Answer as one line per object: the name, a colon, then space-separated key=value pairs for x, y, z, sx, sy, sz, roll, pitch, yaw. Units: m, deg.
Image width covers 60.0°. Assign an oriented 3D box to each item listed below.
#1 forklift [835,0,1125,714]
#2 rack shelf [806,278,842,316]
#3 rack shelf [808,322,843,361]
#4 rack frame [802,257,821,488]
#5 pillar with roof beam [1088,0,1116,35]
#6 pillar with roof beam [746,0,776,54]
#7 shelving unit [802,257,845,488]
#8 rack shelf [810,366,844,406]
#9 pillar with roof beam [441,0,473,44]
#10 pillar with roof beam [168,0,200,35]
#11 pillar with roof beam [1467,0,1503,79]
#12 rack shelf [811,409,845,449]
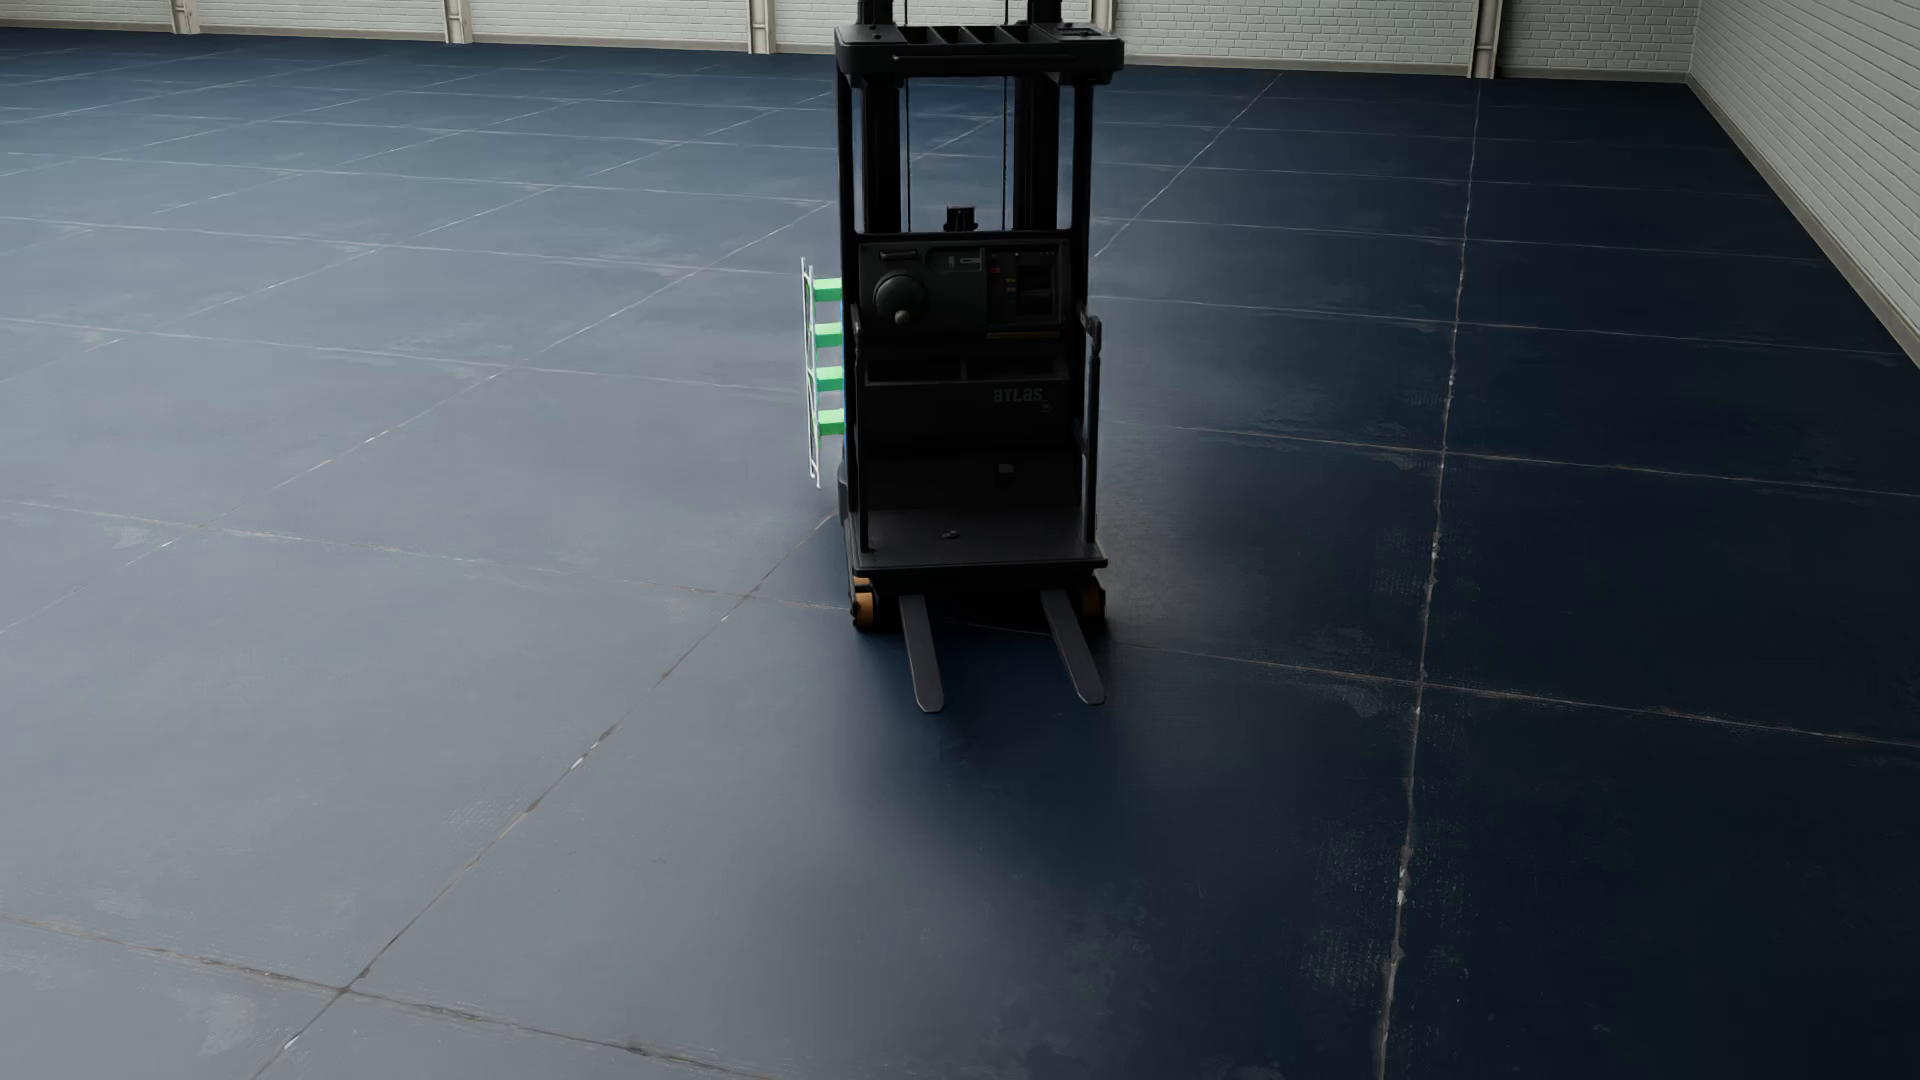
forklift: x=0.048 y=-1.098 z=7.086 sx=1.130 sy=2.935 sz=3.031 roll=-2 pitch=22 yaw=-5
rack shelf: x=-0.553 y=-1.292 z=8.733 sx=0.480 sy=0.148 sz=0.258 roll=-6 pitch=22 yaw=-14
rack shelf: x=-0.552 y=-1.068 z=8.819 sx=0.480 sy=0.148 sz=0.258 roll=-6 pitch=22 yaw=-14
rack frame: x=-0.786 y=-0.879 z=8.824 sx=0.015 sy=1.200 sz=0.240 roll=-6 pitch=22 yaw=-14
pillar with roof beam: x=1.063 y=-10.414 z=21.801 sx=0.400 sy=9.000 sz=9.100 roll=7 pitch=23 yaw=16
pillar with roof beam: x=-4.681 y=-11.072 z=23.404 sx=0.400 sy=9.000 sz=9.100 roll=7 pitch=23 yaw=16
shelving unit: x=-0.551 y=-0.903 z=8.882 sx=0.503 sy=1.200 sz=0.258 roll=-6 pitch=22 yaw=-14
rack shelf: x=-0.550 y=-0.843 z=8.905 sx=0.480 sy=0.148 sz=0.258 roll=-6 pitch=22 yaw=-14
pillar with roof beam: x=-10.425 y=-11.730 z=25.008 sx=0.400 sy=9.000 sz=9.100 roll=7 pitch=23 yaw=16
pillar with roof beam: x=-16.170 y=-12.387 z=26.611 sx=0.400 sy=9.000 sz=9.100 roll=7 pitch=23 yaw=16
pillar with roof beam: x=6.807 y=-9.756 z=20.197 sx=0.400 sy=9.000 sz=9.100 roll=7 pitch=23 yaw=16
rack shelf: x=-0.549 y=-0.619 z=8.991 sx=0.480 sy=0.148 sz=0.258 roll=-6 pitch=22 yaw=-14
